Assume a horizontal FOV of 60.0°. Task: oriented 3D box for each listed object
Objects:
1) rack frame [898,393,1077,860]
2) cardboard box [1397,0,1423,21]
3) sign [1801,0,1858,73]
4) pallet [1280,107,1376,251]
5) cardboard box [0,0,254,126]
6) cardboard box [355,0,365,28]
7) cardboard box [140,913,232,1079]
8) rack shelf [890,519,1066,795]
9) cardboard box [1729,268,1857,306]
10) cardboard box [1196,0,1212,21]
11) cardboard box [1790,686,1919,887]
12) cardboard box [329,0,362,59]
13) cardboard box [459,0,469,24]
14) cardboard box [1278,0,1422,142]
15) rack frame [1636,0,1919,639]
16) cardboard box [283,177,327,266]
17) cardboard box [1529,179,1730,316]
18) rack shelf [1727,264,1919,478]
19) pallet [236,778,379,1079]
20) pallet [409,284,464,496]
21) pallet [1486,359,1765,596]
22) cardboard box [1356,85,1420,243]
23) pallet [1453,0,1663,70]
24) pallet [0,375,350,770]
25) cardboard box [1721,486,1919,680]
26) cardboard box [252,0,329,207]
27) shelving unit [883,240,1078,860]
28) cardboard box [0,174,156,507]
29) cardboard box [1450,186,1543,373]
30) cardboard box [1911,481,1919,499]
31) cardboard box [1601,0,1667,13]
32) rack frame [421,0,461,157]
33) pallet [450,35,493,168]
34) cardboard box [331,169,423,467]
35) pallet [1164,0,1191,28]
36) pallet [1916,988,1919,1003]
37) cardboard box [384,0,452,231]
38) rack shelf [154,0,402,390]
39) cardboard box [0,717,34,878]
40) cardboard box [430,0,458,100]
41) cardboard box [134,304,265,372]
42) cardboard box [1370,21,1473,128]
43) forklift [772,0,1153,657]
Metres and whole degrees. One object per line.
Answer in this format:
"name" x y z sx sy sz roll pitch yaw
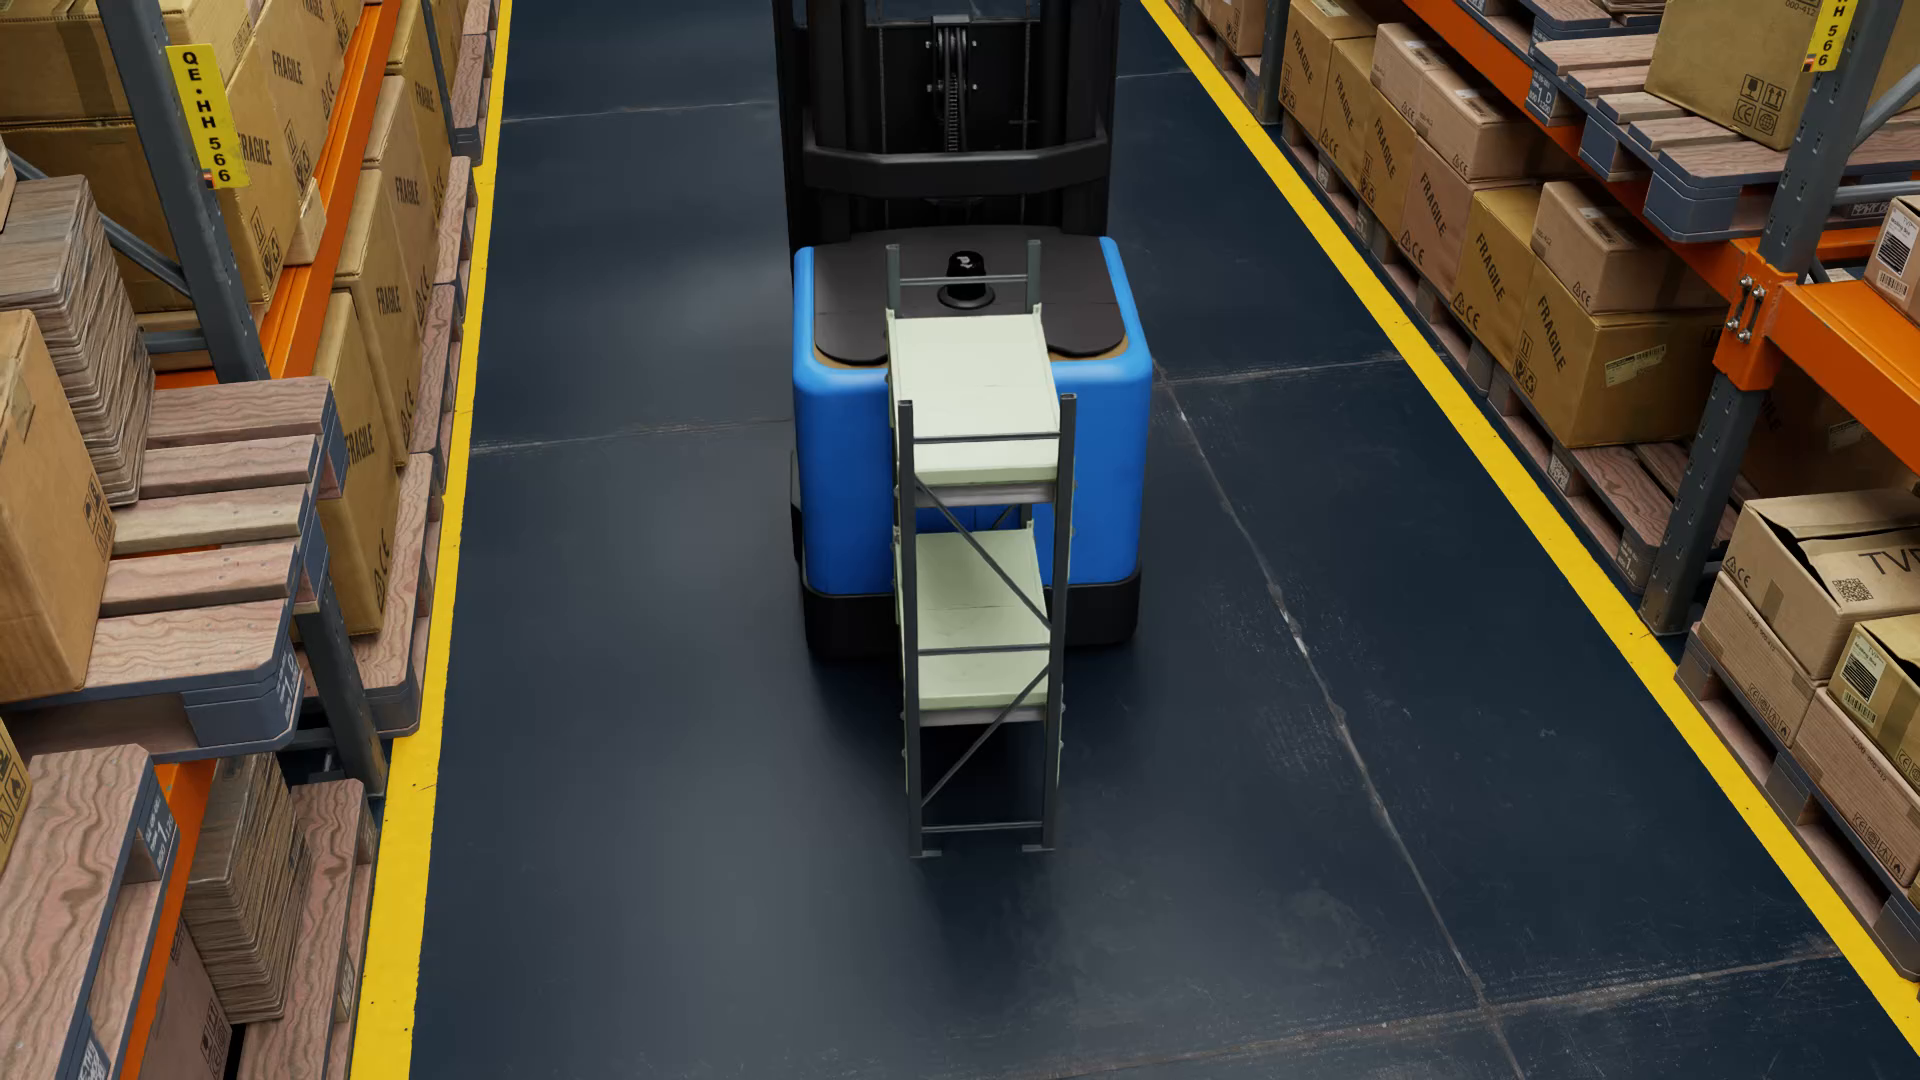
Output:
"rack frame" 0.061 0.278 4.170 0.400 1.500 0.023 -3 38 -3
"cardboard box" 2.383 -2.293 7.936 0.500 0.500 0.500 -6 38 -8
"sign" 2.183 -1.320 4.125 0.100 0.325 0.005 -6 38 -8
"pallet" 2.194 -1.786 7.876 1.003 0.211 1.213 -6 38 -8
"cardboard box" -1.992 -1.203 3.902 0.500 0.250 0.500 -5 38 -7
"cardboard box" -2.374 -1.955 6.010 0.380 0.149 0.250 -6 38 -8
"cardboard box" -2.008 1.143 3.512 0.700 0.500 0.500 -6 38 -8
"rack shelf" 0.035 0.312 4.658 0.431 0.370 0.720 -3 38 -3
"cardboard box" 2.819 -0.766 5.970 0.500 0.500 0.500 -8 38 -10
"cardboard box" 1.510 -2.956 9.075 0.380 0.149 0.250 -6 38 -8
"cardboard box" 2.607 0.613 4.414 0.500 0.250 0.500 -7 38 -9
"cardboard box" -2.262 -1.840 5.333 0.500 0.500 0.500 -5 38 -7
"cardboard box" -3.065 -3.094 8.983 0.700 0.500 0.500 -5 38 -7
"cardboard box" 1.859 -2.242 7.870 0.500 0.500 0.500 -8 39 -10
"rack frame" 2.715 -0.958 4.538 1.000 3.000 0.127 -6 38 -8
"cardboard box" -1.990 -0.878 4.624 0.380 0.149 0.250 -5 38 -7
"cardboard box" 2.306 -1.014 5.678 0.500 0.250 0.500 -5 38 -6
"rack shelf" 3.066 0.534 3.204 1.077 0.370 4.000 -6 38 -8
"pallet" -2.026 1.150 4.097 1.003 0.211 1.213 -6 38 -8
"pallet" -2.436 -0.541 6.275 1.003 0.211 1.213 -6 38 -8
"pallet" 2.622 -0.312 5.979 1.003 0.211 1.213 -6 38 -8
"cardboard box" 2.044 -1.619 7.067 0.500 0.500 0.500 -6 38 -7
"pallet" 2.370 -2.056 6.108 1.003 0.211 1.213 -6 38 -8
"pallet" -1.931 0.072 3.369 1.213 0.211 1.003 -6 38 -8
"cardboard box" 2.518 0.088 4.633 0.500 0.311 0.500 -5 38 -6
"cardboard box" -2.077 -1.226 4.543 0.500 0.500 0.500 -5 38 -6
"shelving unit" 0.035 0.054 4.458 0.431 1.500 0.755 -3 38 -3
"cardboard box" -2.069 -0.353 3.320 0.700 0.500 0.500 -11 39 -13
"cardboard box" 2.230 -0.997 6.267 0.500 0.500 0.500 -8 38 -10
"cardboard box" 3.049 0.030 4.708 0.500 0.311 0.500 -5 38 -7
"cardboard box" 2.521 -2.105 5.590 0.700 0.500 0.500 0 38 1
"rack frame" -2.862 -2.839 6.959 1.000 3.000 0.127 -6 38 -8
"pallet" -2.919 -2.205 8.417 1.003 0.211 1.213 -6 38 -8
"cardboard box" -2.308 -0.728 5.652 0.750 0.750 0.750 -6 38 -8
"pallet" 1.677 -3.426 9.988 1.003 0.211 1.213 -6 38 -8
"pallet" 3.032 1.380 3.802 1.003 0.211 1.213 -6 38 -8
"cardboard box" -2.620 -1.777 7.003 0.750 0.750 0.750 -6 38 -7
"rack shelf" -2.512 -1.347 5.625 1.077 0.370 4.000 -6 38 -8
"cardboard box" -1.829 0.397 2.354 0.700 0.500 0.500 -6 38 -8
"cardboard box" -2.893 -2.480 8.193 0.700 0.500 0.500 -6 38 -7
"cardboard box" -1.991 -0.555 4.208 0.380 0.149 0.250 -7 38 -9
"cardboard box" 2.034 -1.934 6.863 0.500 0.250 0.500 -6 38 -8
"forklift" -0.061 -1.683 5.527 1.130 2.935 3.031 -2 38 -3
